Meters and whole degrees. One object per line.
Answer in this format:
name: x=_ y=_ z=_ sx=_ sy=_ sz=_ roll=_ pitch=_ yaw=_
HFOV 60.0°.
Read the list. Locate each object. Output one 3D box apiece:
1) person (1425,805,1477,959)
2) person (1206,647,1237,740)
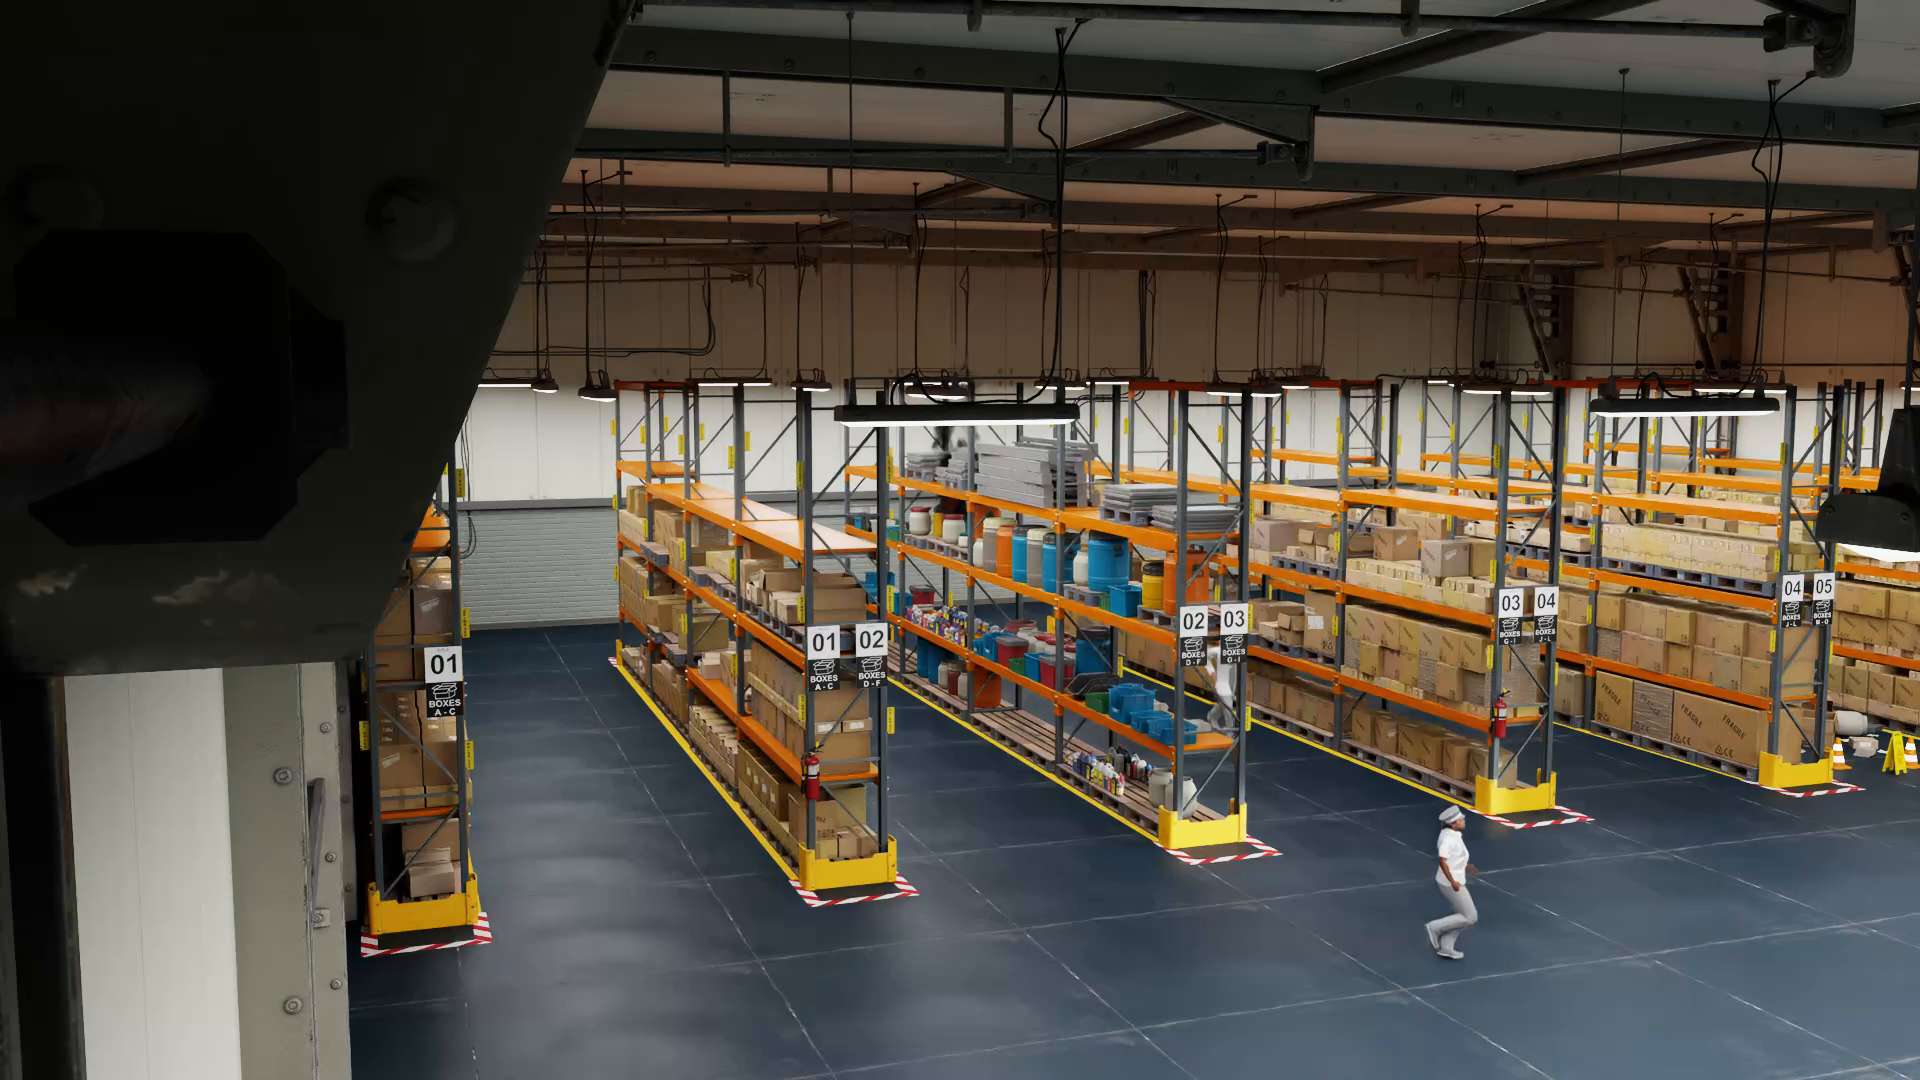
person: x=5.240 y=3.642 z=17.711 sx=0.533 sy=1.662 sz=0.625 roll=1 pitch=6 yaw=12
person: x=4.524 y=2.482 z=28.216 sx=0.668 sy=1.837 sz=1.054 roll=-3 pitch=7 yaw=-26
